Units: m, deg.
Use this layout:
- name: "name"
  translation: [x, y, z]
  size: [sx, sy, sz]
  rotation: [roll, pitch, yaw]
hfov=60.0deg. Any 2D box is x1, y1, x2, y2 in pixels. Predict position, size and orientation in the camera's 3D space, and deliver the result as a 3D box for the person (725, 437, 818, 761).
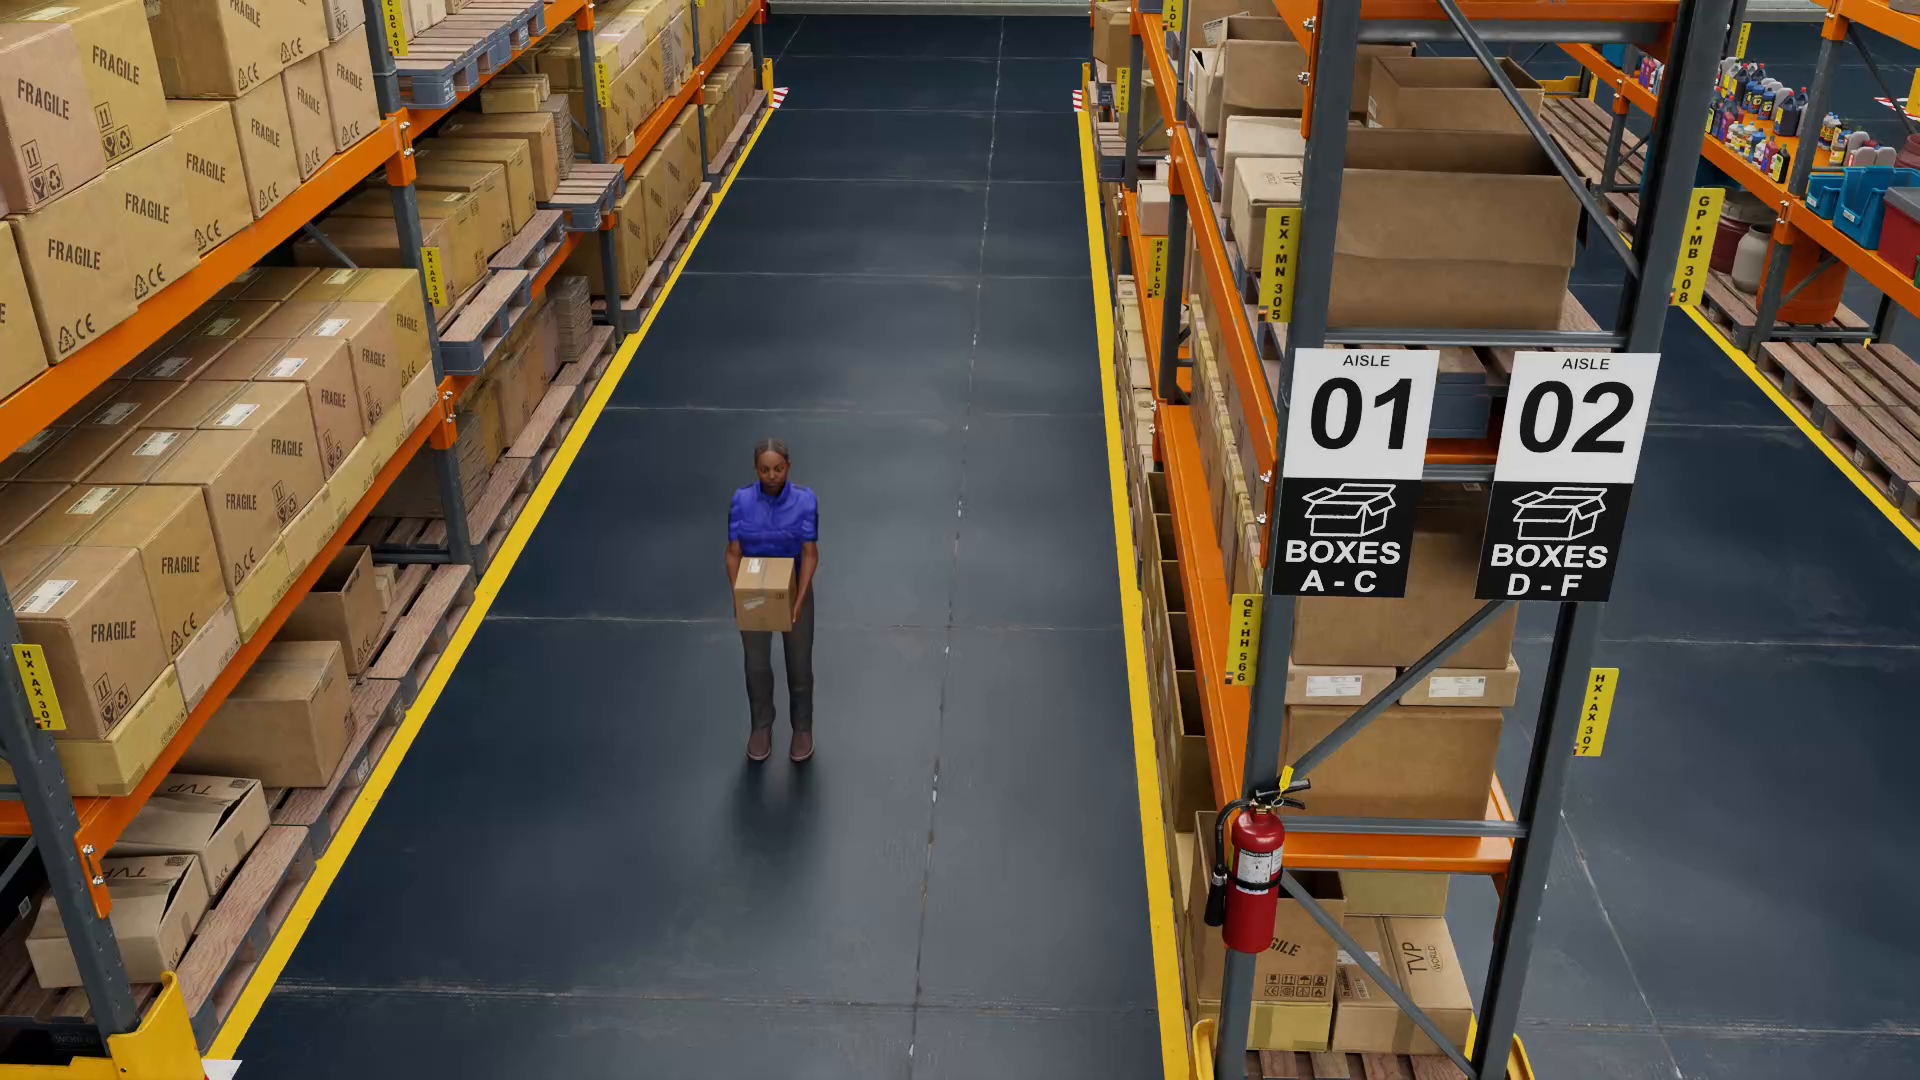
- name: "person"
  translation: [-0.902, 0.317, 8.044]
  size: [0.448, 1.656, 0.495]
  rotation: [1, 28, 2]
